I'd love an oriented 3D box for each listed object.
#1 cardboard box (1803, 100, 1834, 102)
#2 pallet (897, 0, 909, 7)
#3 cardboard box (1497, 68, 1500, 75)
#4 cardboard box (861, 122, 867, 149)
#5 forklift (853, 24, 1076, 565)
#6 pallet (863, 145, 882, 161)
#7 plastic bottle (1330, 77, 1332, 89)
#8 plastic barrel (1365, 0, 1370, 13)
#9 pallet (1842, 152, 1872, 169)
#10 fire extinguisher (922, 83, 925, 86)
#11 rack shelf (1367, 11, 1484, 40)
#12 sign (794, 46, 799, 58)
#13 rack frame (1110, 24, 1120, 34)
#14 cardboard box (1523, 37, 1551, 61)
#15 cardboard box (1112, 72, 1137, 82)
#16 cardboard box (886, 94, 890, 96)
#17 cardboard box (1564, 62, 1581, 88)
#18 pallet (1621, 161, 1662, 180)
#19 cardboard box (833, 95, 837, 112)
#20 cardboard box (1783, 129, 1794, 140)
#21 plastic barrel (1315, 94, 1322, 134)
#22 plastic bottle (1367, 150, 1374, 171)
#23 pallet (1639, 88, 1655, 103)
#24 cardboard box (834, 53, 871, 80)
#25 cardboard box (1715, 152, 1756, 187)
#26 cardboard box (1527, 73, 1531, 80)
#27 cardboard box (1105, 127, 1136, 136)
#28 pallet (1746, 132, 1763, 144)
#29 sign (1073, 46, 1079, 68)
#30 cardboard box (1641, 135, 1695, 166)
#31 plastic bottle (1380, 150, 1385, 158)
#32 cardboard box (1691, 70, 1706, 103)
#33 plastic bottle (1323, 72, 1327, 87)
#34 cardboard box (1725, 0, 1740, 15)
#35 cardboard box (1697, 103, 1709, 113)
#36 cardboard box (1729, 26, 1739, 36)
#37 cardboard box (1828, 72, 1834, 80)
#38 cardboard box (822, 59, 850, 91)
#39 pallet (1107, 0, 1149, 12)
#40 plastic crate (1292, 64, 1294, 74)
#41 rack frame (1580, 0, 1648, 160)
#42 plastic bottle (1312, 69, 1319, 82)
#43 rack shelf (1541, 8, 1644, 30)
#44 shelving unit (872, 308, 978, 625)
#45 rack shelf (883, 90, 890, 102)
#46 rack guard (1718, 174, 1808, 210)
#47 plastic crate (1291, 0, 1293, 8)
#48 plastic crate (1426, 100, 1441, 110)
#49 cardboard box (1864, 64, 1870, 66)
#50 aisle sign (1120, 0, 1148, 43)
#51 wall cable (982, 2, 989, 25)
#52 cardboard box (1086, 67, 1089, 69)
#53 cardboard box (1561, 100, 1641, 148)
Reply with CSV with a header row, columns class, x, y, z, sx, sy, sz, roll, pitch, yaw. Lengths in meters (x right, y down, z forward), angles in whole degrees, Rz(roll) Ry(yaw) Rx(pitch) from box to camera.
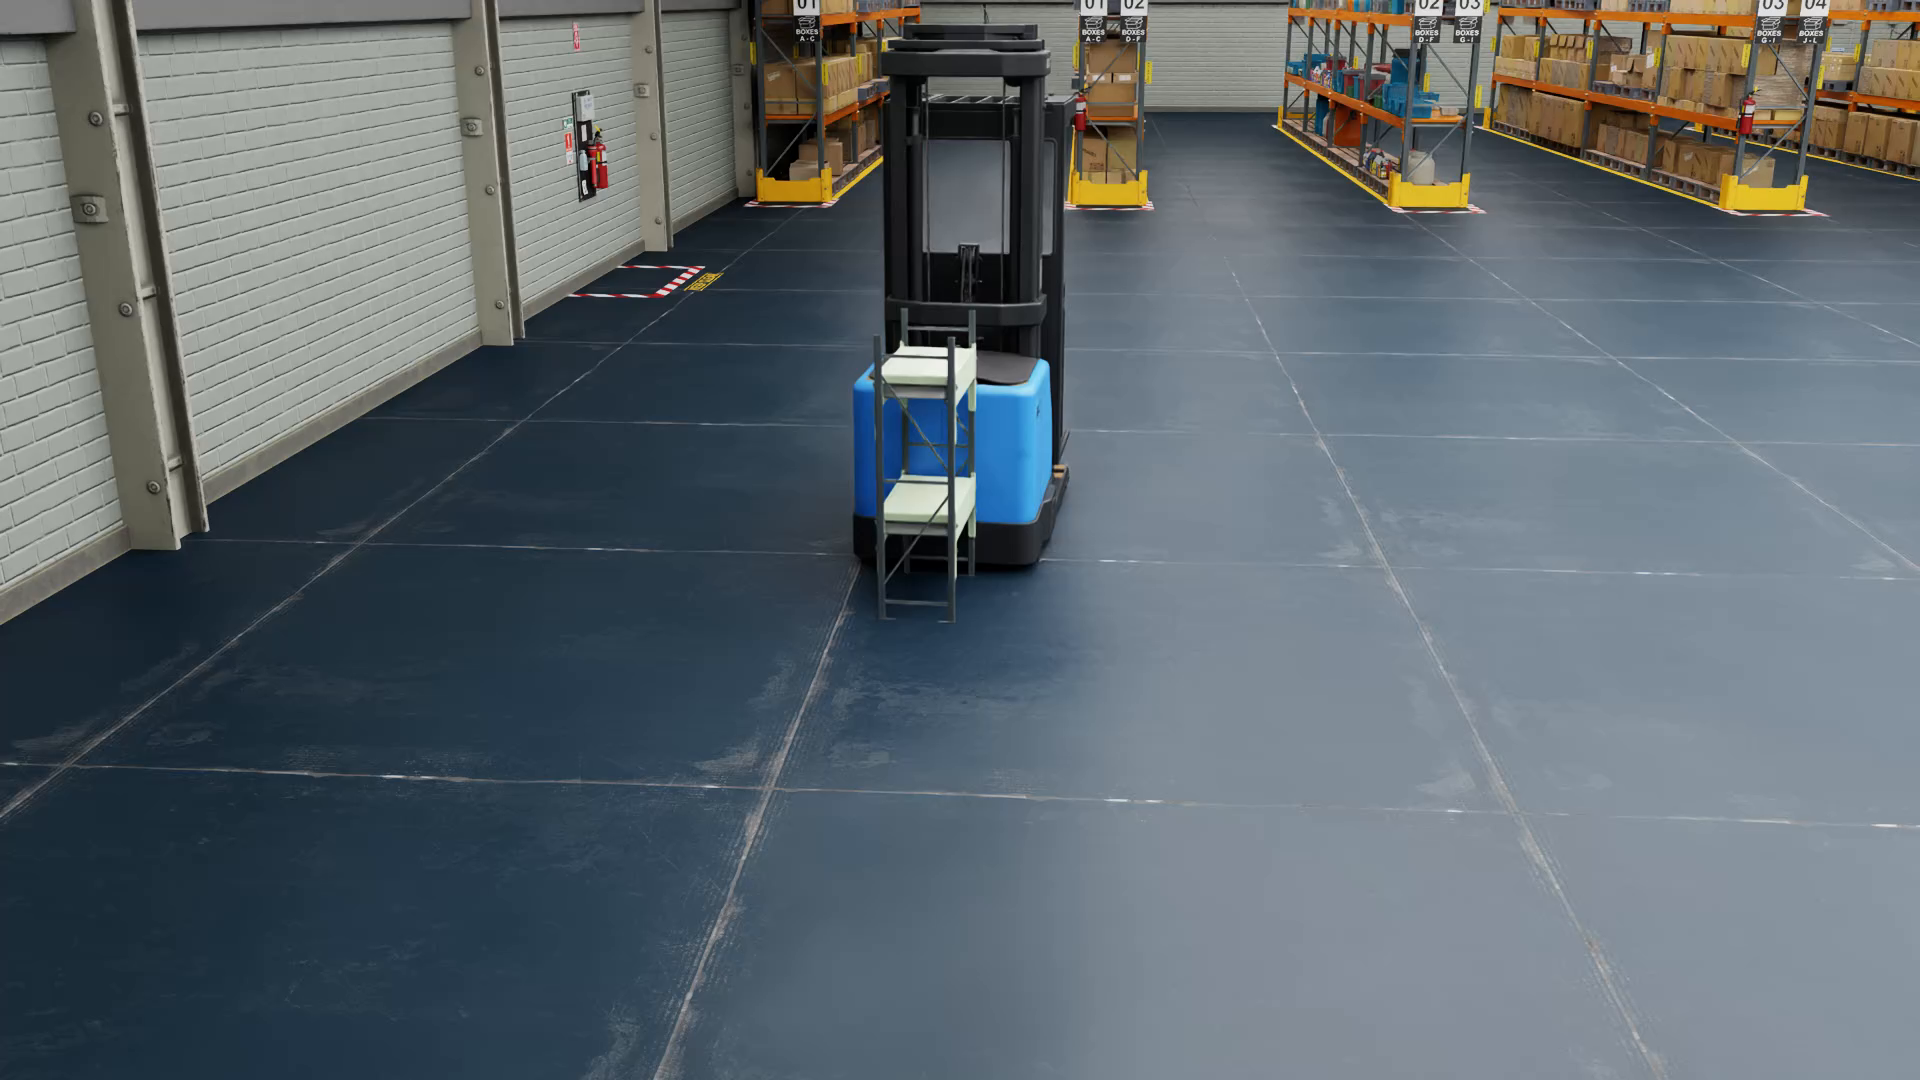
class,x,y,z,sx,sy,sz,roll,pitch,yaw
cardboard box,18.193,-9.170,35.226,0.500,0.250,0.500,1,18,2
pallet,-1.699,-12.149,37.509,1.003,0.211,1.213,1,18,4
cardboard box,12.969,-11.121,39.449,0.380,0.149,0.250,1,18,3
cardboard box,-2.207,-7.909,32.551,0.700,0.500,0.500,1,18,4
forklift,0.121,-1.670,10.311,1.130,2.935,3.031,3,18,8
pallet,-2.112,-7.702,33.090,1.003,0.211,1.213,1,18,4
plastic bottle,7.431,-9.129,33.152,0.061,0.283,0.133,1,18,4
plastic barrel,7.360,-9.633,28.882,0.600,0.901,0.708,1,18,4
pallet,17.576,-7.228,31.642,1.003,0.211,1.213,1,18,4
fire extinguisher,-1.010,-11.577,41.161,0.296,0.674,0.183,1,18,4
rack shelf,7.397,-8.269,26.679,1.077,0.370,4.000,1,18,4
sign,-2.895,-8.589,29.459,0.100,0.325,0.005,1,18,4
rack frame,3.173,-10.403,36.854,1.000,3.000,0.127,1,18,4
cardboard box,12.860,-10.911,36.964,0.500,0.500,0.500,1,18,4
cardboard box,2.572,-7.231,25.971,0.380,0.149,0.250,1,18,2
cardboard box,-1.685,-9.486,36.832,0.750,0.750,0.750,1,18,5
cardboard box,12.631,-9.461,33.818,0.500,0.500,0.500,1,18,2
pallet,12.535,-6.613,29.765,1.003,0.211,1.213,1,18,4
cardboard box,-2.253,-7.030,26.768,0.500,0.250,0.500,1,18,2
cardboard box,17.640,-8.662,34.882,0.500,0.500,0.500,2,18,6
plastic barrel,8.058,-9.325,36.260,0.600,0.901,0.708,1,18,4
plastic bottle,7.069,-6.515,28.537,0.144,0.351,0.185,2,18,5
pallet,12.680,-7.839,29.337,1.003,0.211,1.213,1,18,4
cardboard box,-2.091,-9.206,32.334,0.700,0.500,0.500,0,18,-1
cardboard box,12.264,-5.845,26.285,0.500,0.500,0.500,6,19,18
cardboard box,12.767,-10.243,36.770,0.380,0.149,0.250,2,18,5
cardboard box,2.705,-6.708,28.115,0.500,0.500,0.500,1,18,4
pallet,18.007,-8.923,36.815,1.003,0.211,1.213,1,18,4
sign,1.773,-7.355,25.313,0.100,0.325,0.005,1,18,4
cardboard box,12.546,-6.907,29.494,0.700,0.500,0.500,0,18,0
plastic bottle,7.212,-6.512,28.527,0.144,0.351,0.185,1,18,4
cardboard box,12.303,-7.280,26.685,0.875,0.500,0.500,1,18,4
plastic bottle,7.512,-9.484,34.235,0.061,0.283,0.133,1,18,4
cardboard box,12.008,-8.118,25.305,0.500,0.250,0.500,1,18,4
cardboard box,12.011,-6.896,26.553,0.380,0.149,0.250,1,18,4
cardboard box,17.894,-11.493,37.938,0.500,0.500,0.500,1,18,3
cardboard box,17.304,-9.117,32.658,0.380,0.149,0.250,1,18,4
cardboard box,-2.144,-7.857,28.089,0.500,0.500,0.500,1,18,2
pallet,2.390,-8.278,25.695,1.003,0.211,1.213,1,18,4
plastic crate,7.960,-11.004,38.861,0.416,0.233,0.300,1,18,4
rack frame,12.767,-8.938,32.384,1.000,3.000,0.127,1,18,4
plastic bottle,7.674,-9.983,35.772,0.152,0.276,0.135,1,18,4
rack shelf,12.911,-10.643,33.925,1.077,0.370,4.000,1,18,4
shelving unit,-0.171,-0.401,8.739,0.431,1.500,0.755,3,18,8
rack shelf,-1.911,-9.549,35.404,1.077,0.370,4.000,1,18,4
rack guard,12.199,-5.289,25.262,1.175,0.500,0.348,1,18,4
plastic crate,8.095,-12.783,39.511,0.497,0.269,0.590,1,18,4
plastic crate,7.677,-7.171,27.415,0.530,0.136,0.437,1,18,4
cardboard box,17.960,-9.248,32.579,0.380,0.149,0.250,2,18,7
aisle sign,2.614,-7.884,24.992,0.394,0.787,0.004,1,18,4
wall cable,-0.719,-14.879,45.865,3.097,2.526,0.112,1,18,4
cardboard box,2.299,-7.795,27.691,0.380,0.149,0.250,1,18,2
cardboard box,12.838,-8.342,33.302,1.225,0.875,0.875,0,18,1
